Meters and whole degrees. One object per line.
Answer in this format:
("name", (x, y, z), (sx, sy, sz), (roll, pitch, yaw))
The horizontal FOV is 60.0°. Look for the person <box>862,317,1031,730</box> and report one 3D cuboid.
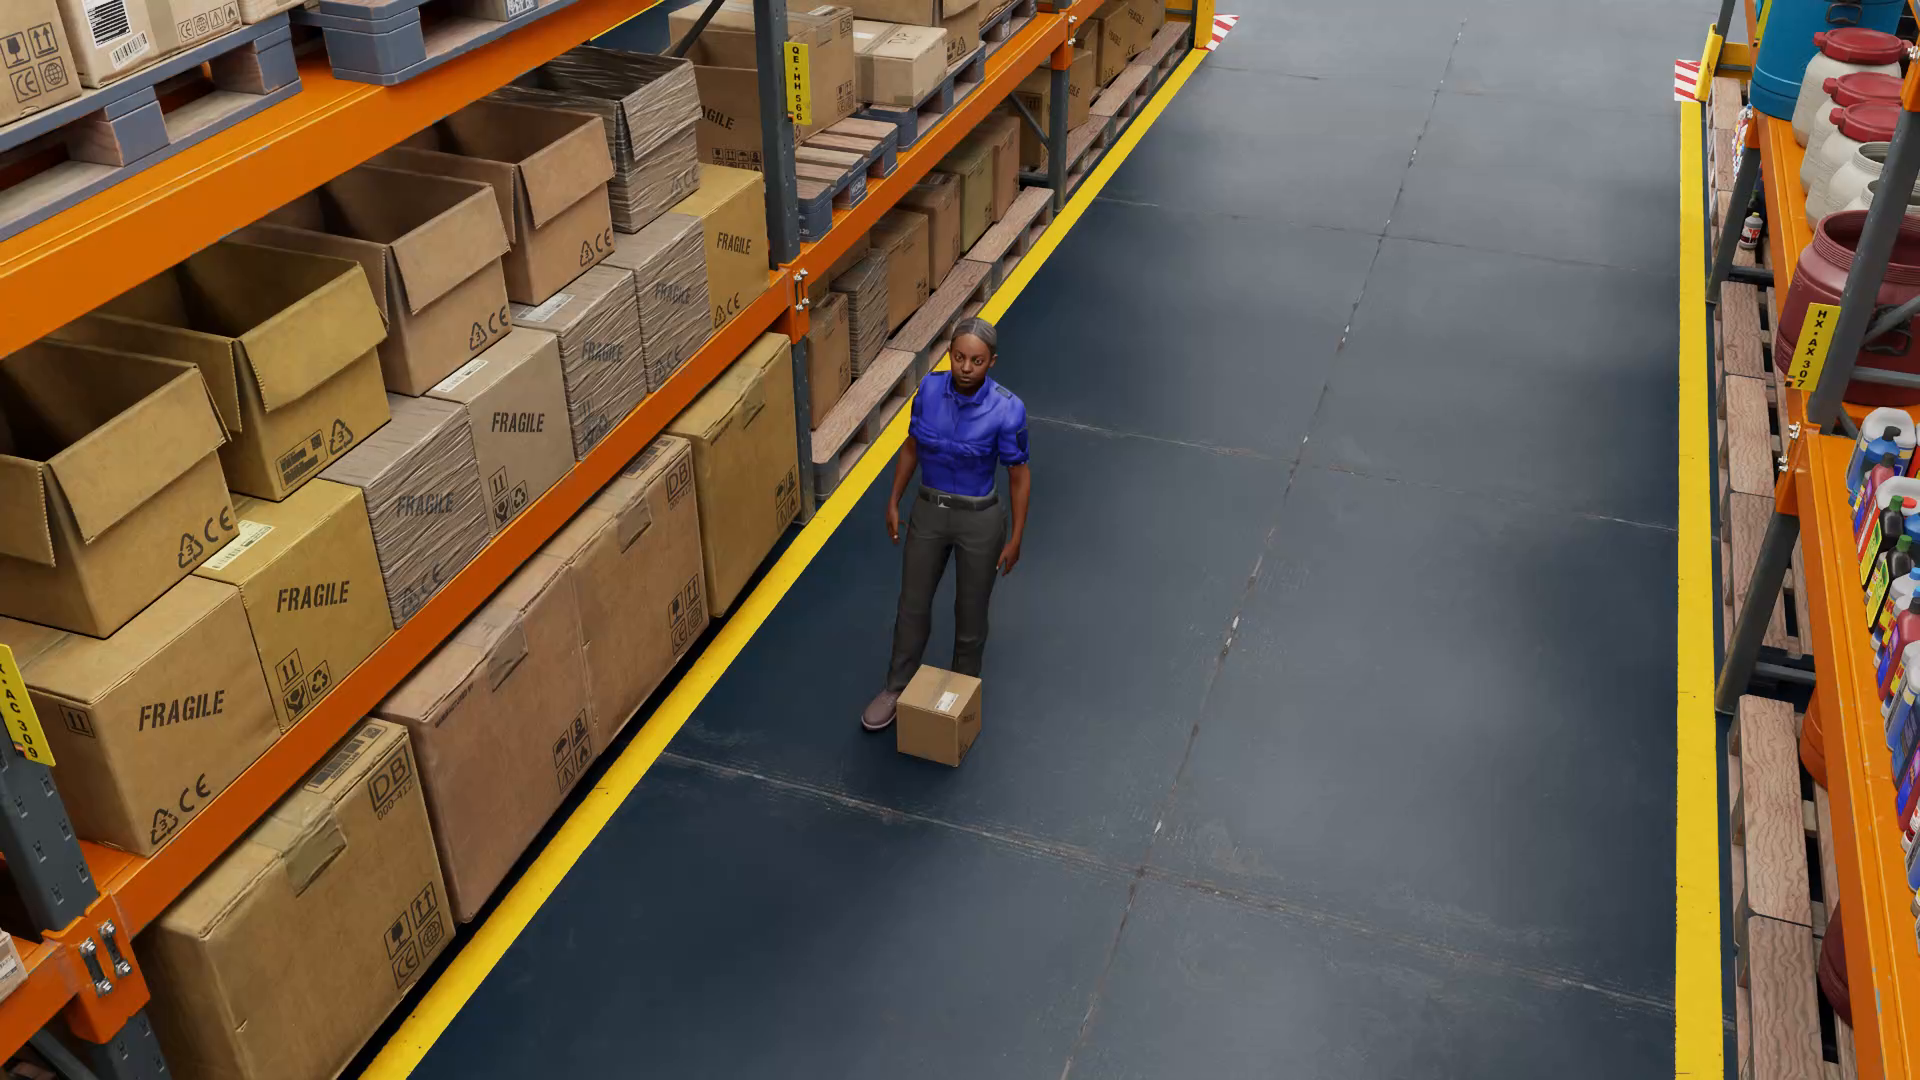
("person", (-0.050, -0.019, 6.158), (0.570, 1.657, 0.502), (13, 36, 19))
